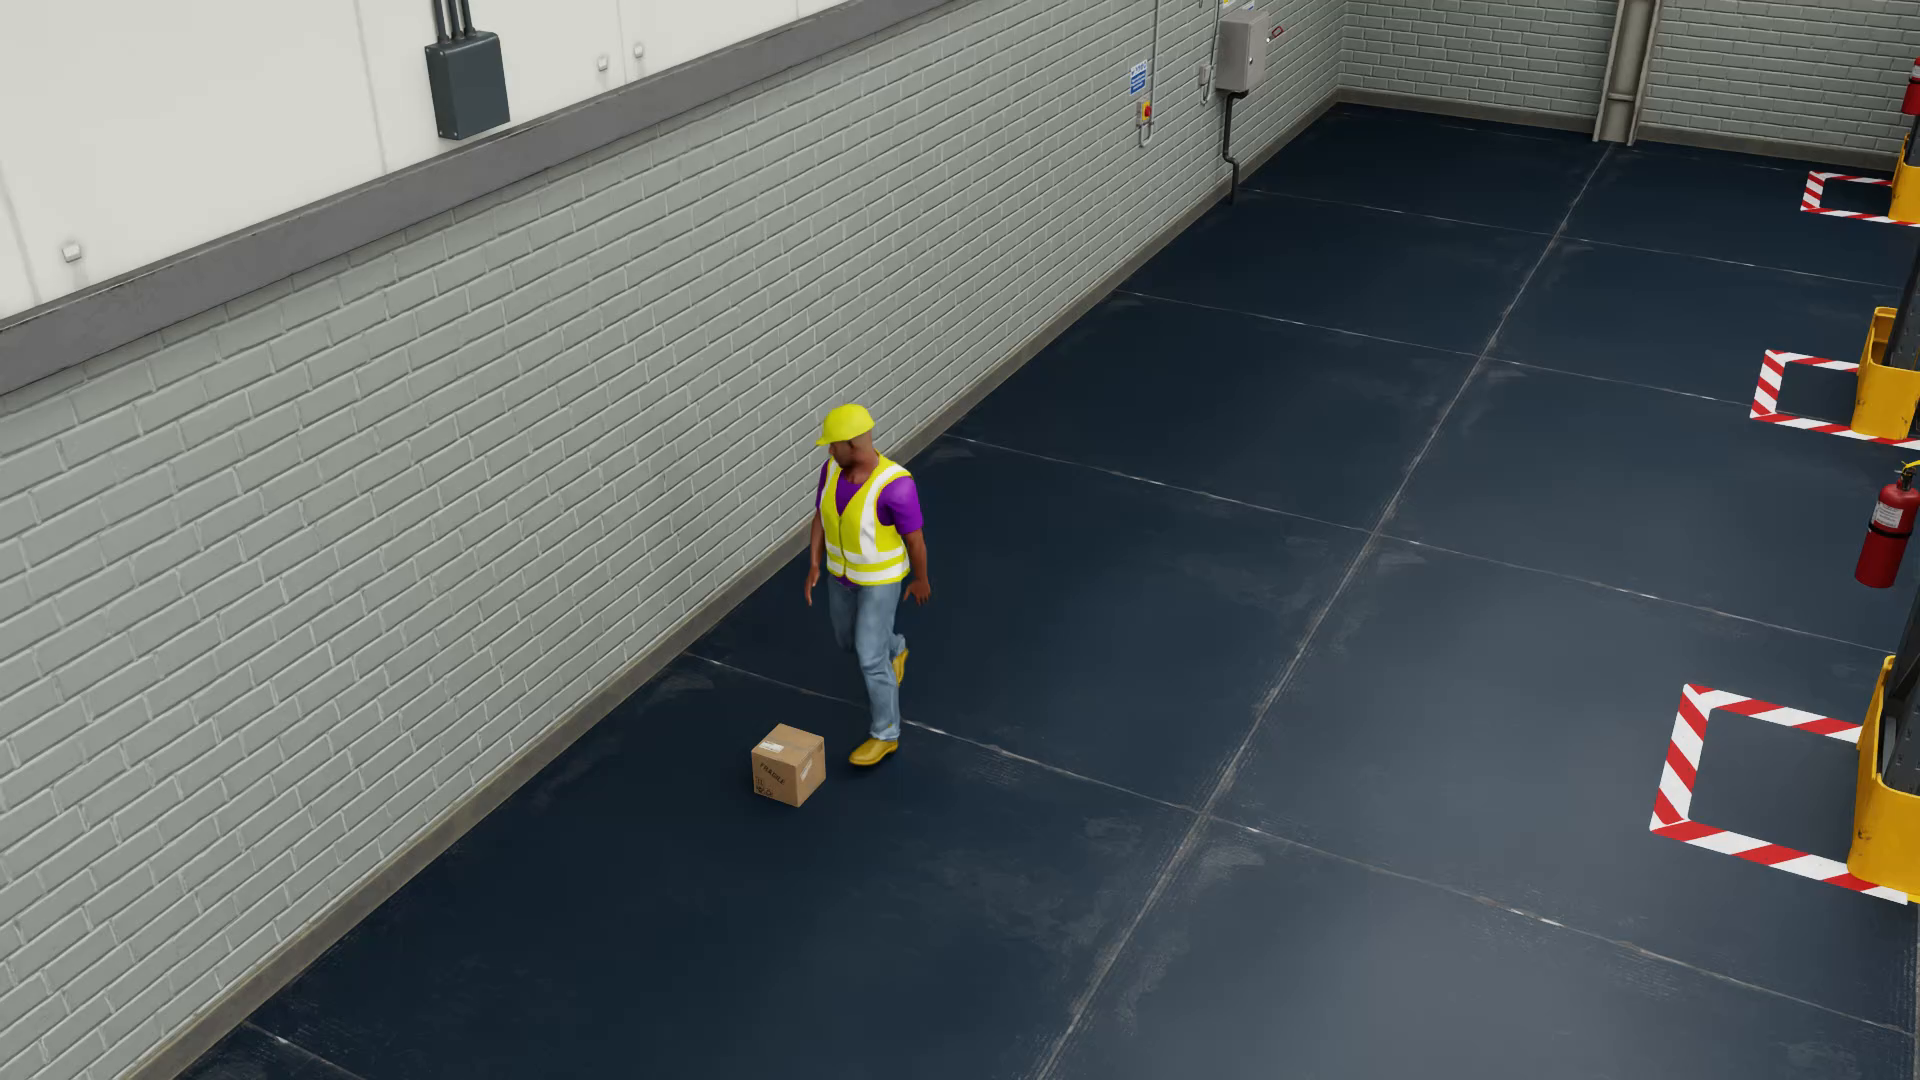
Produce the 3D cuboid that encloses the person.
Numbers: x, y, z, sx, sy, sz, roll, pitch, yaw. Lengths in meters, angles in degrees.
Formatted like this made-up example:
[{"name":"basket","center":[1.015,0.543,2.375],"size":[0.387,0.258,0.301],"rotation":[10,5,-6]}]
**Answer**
[{"name":"person","center":[-0.438,0.150,8.010],"size":[0.586,1.730,0.792],"rotation":[23,37,35]}]
